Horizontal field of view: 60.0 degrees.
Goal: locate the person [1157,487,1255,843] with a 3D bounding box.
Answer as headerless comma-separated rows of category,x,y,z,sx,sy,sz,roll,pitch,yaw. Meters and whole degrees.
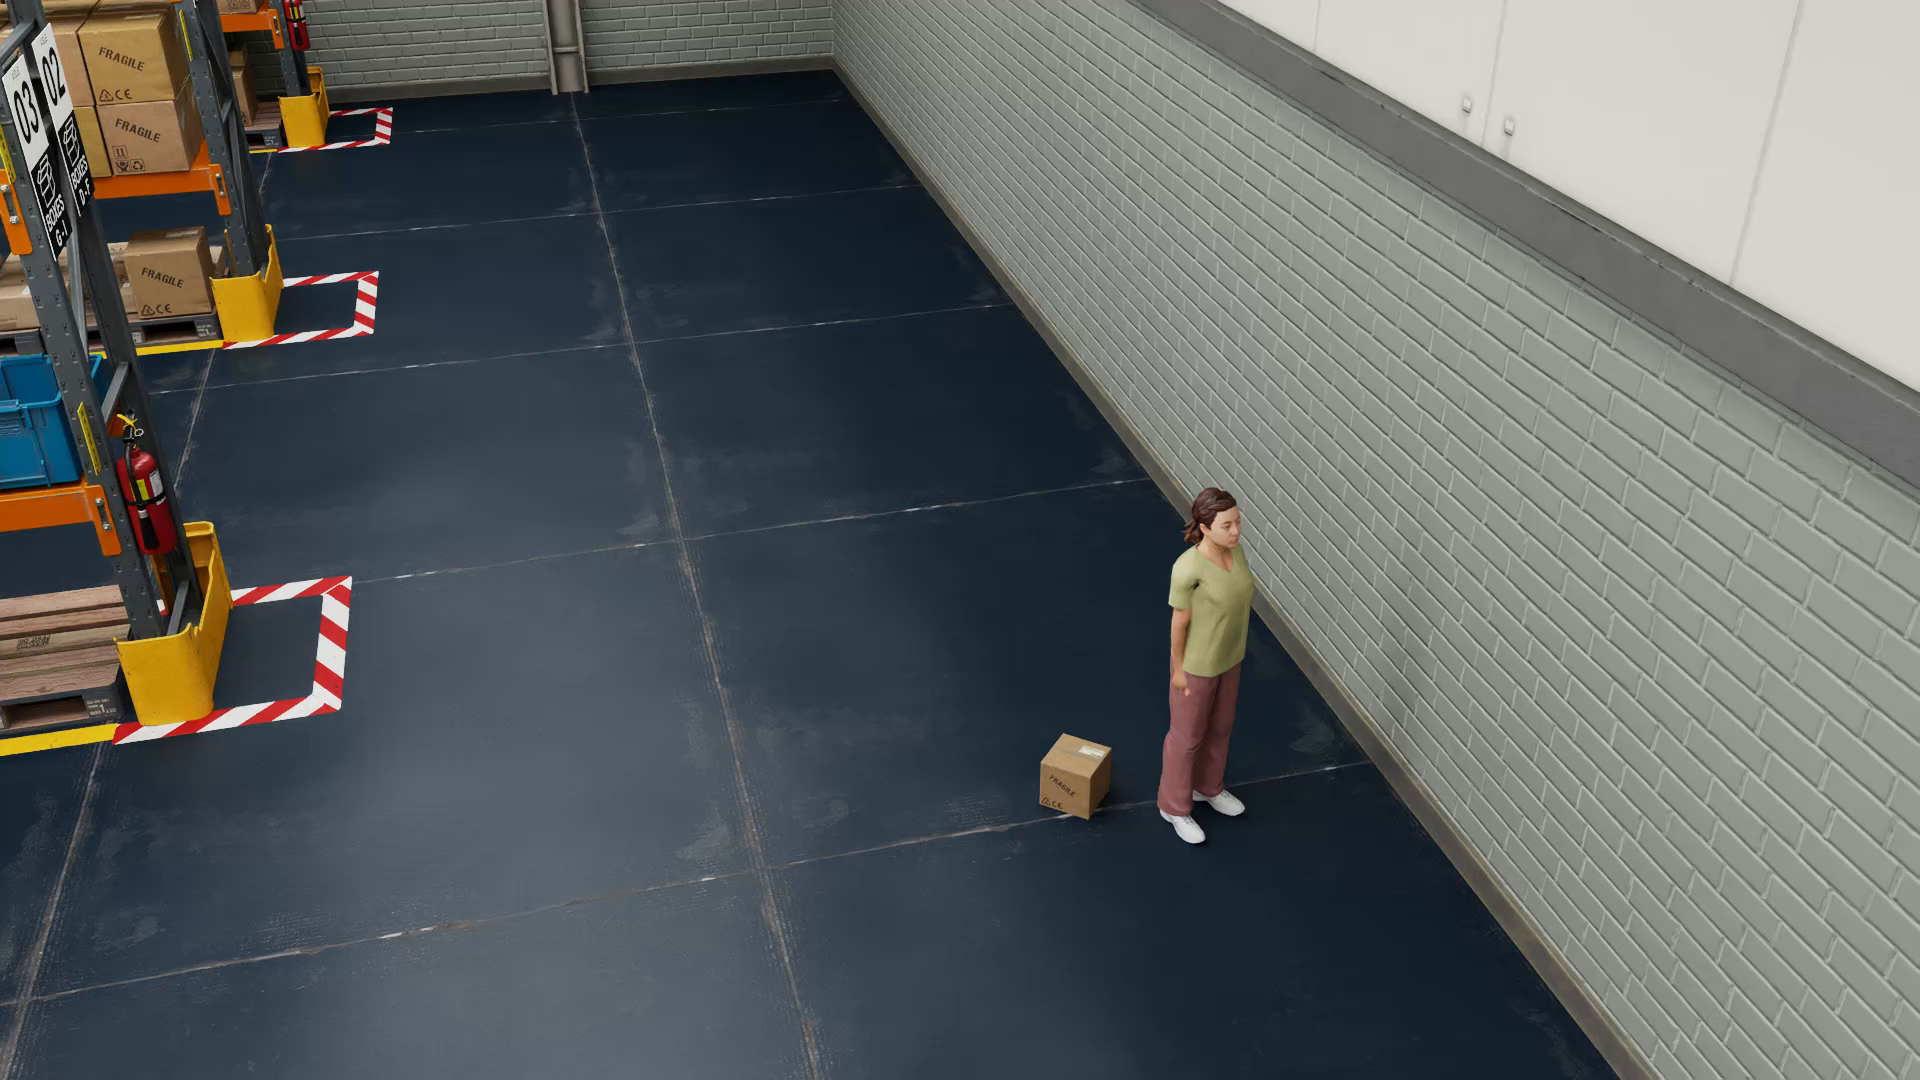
person,1.096,0.533,7.328,0.430,1.671,0.382,-26,39,-37
